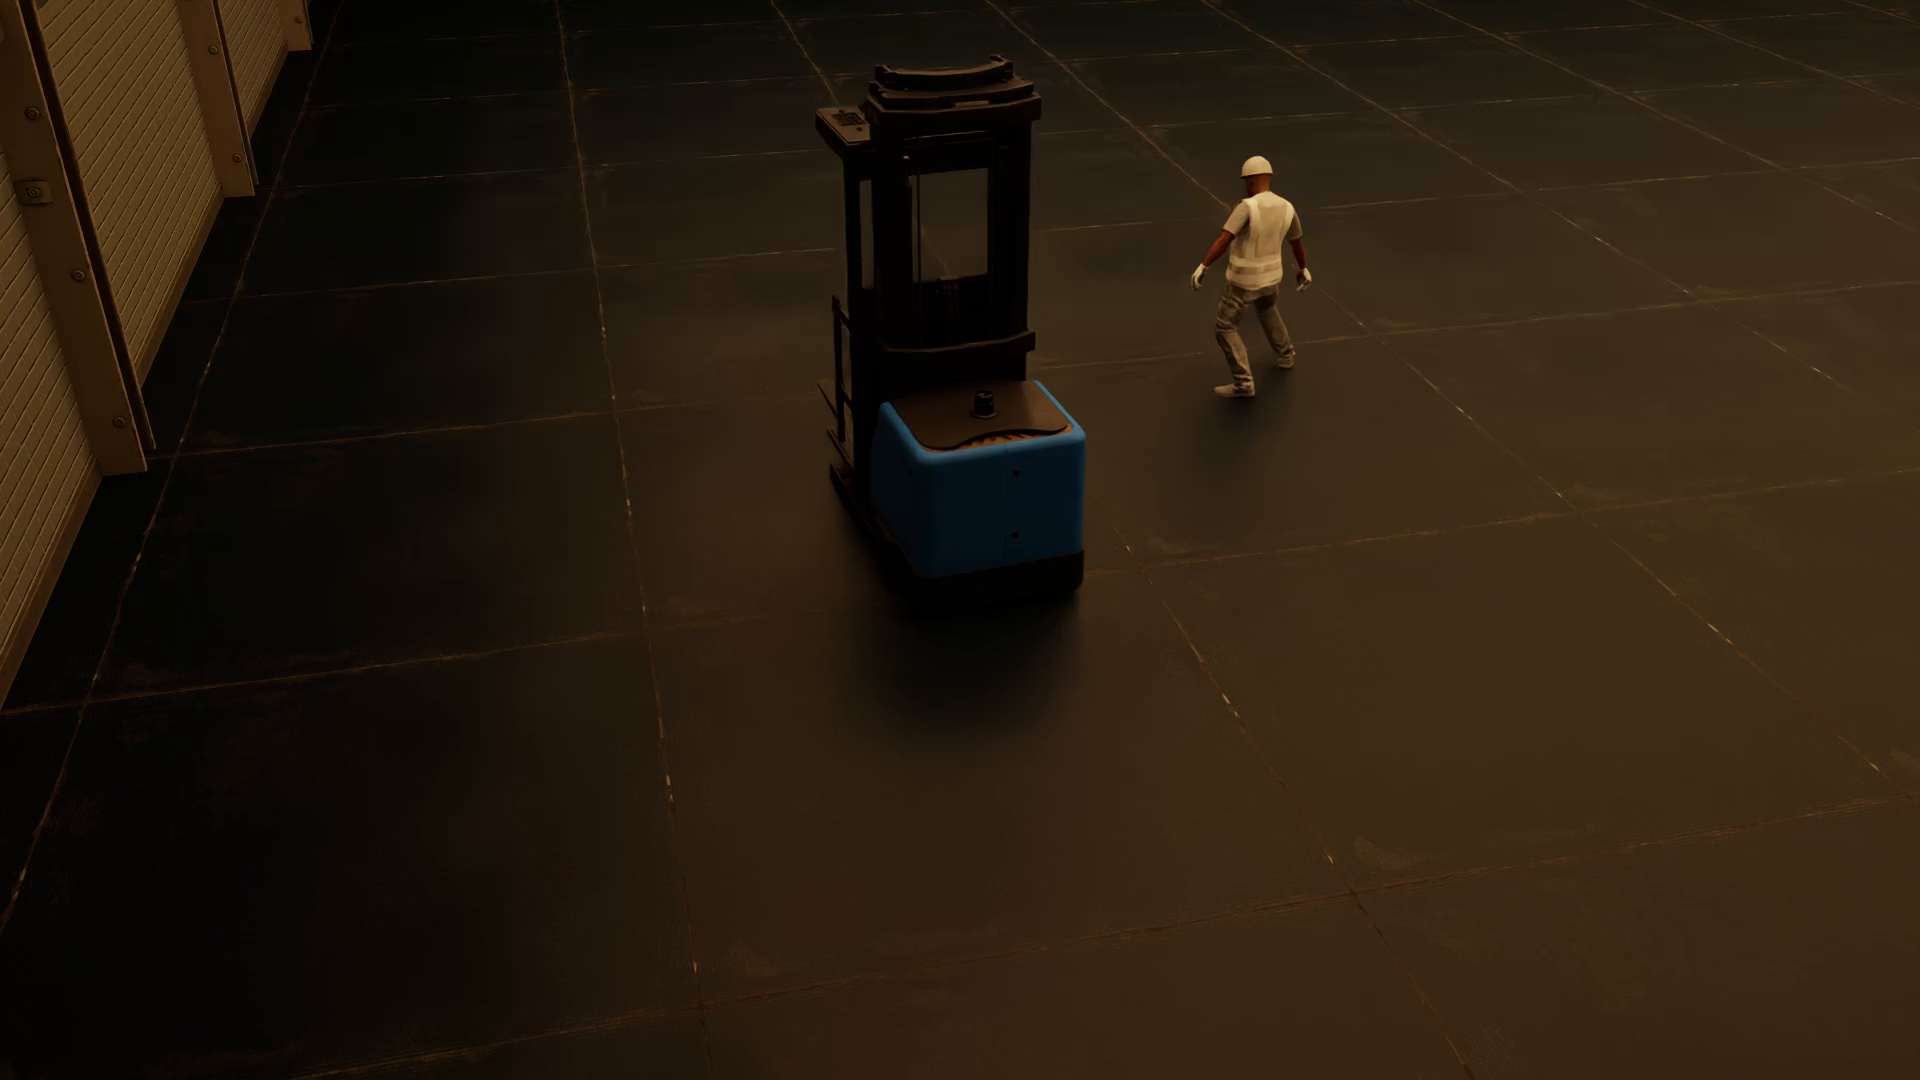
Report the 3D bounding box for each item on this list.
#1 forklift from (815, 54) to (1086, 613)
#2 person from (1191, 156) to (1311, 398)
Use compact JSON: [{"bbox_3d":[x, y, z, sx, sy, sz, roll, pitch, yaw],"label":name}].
[{"bbox_3d":[-0.223,-1.569,10.285,1.130,2.935,3.031,-10,31,-16],"label":"forklift"},{"bbox_3d":[2.127,-1.921,12.133,1.107,1.713,0.499,-19,35,-29],"label":"person"}]
